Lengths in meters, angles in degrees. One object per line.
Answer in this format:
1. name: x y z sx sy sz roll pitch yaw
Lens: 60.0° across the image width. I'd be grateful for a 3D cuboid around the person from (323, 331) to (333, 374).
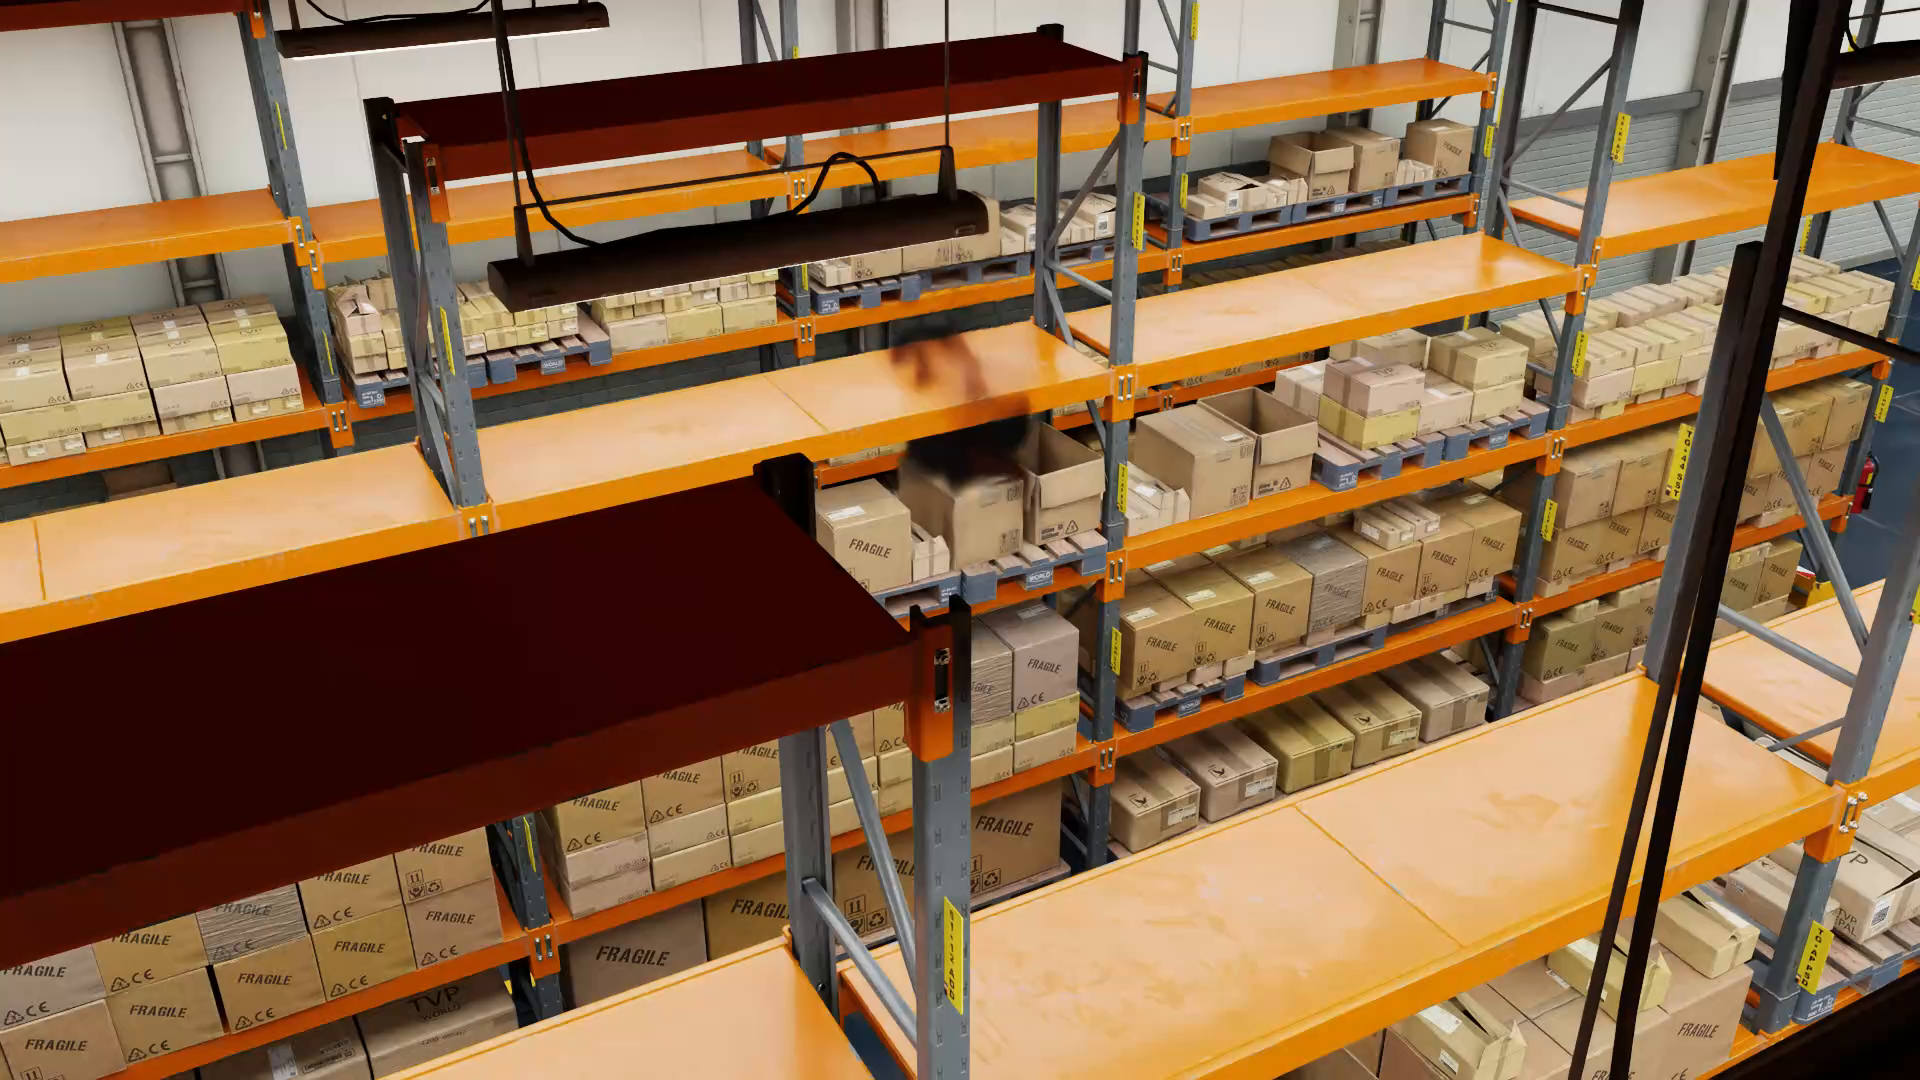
1. person: 7.024 3.243 6.317 28.479 2.545 2.746 14 31 25
